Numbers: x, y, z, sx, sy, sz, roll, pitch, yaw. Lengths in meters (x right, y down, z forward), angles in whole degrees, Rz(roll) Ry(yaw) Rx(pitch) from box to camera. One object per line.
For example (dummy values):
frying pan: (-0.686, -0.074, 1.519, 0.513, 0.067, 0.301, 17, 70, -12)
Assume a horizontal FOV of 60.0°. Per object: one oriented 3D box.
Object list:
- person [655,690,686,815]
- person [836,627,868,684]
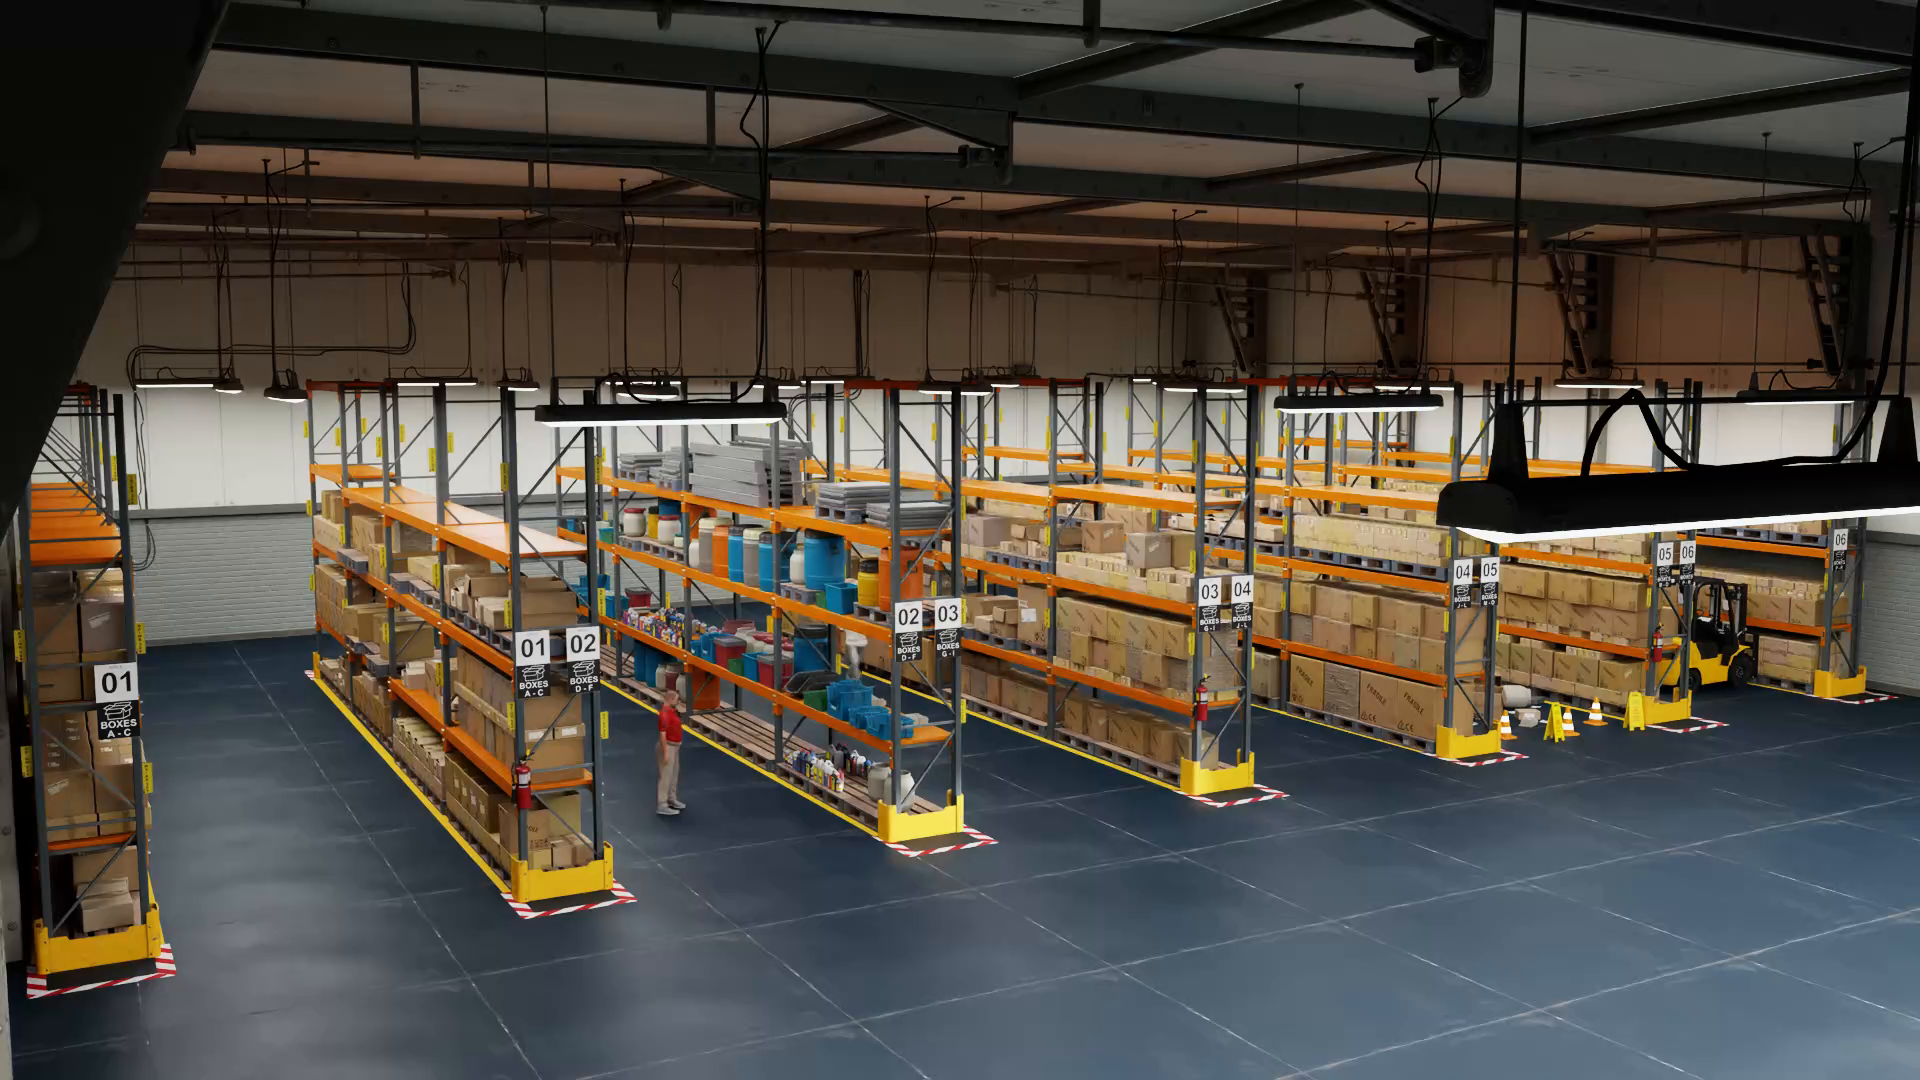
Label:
person: (-4.107, 2.977, 23.531, 0.389, 1.730, 0.613, 0, 6, 2)
person: (-1.951, 1.994, 31.453, 0.746, 1.737, 1.003, -3, 7, -28)
